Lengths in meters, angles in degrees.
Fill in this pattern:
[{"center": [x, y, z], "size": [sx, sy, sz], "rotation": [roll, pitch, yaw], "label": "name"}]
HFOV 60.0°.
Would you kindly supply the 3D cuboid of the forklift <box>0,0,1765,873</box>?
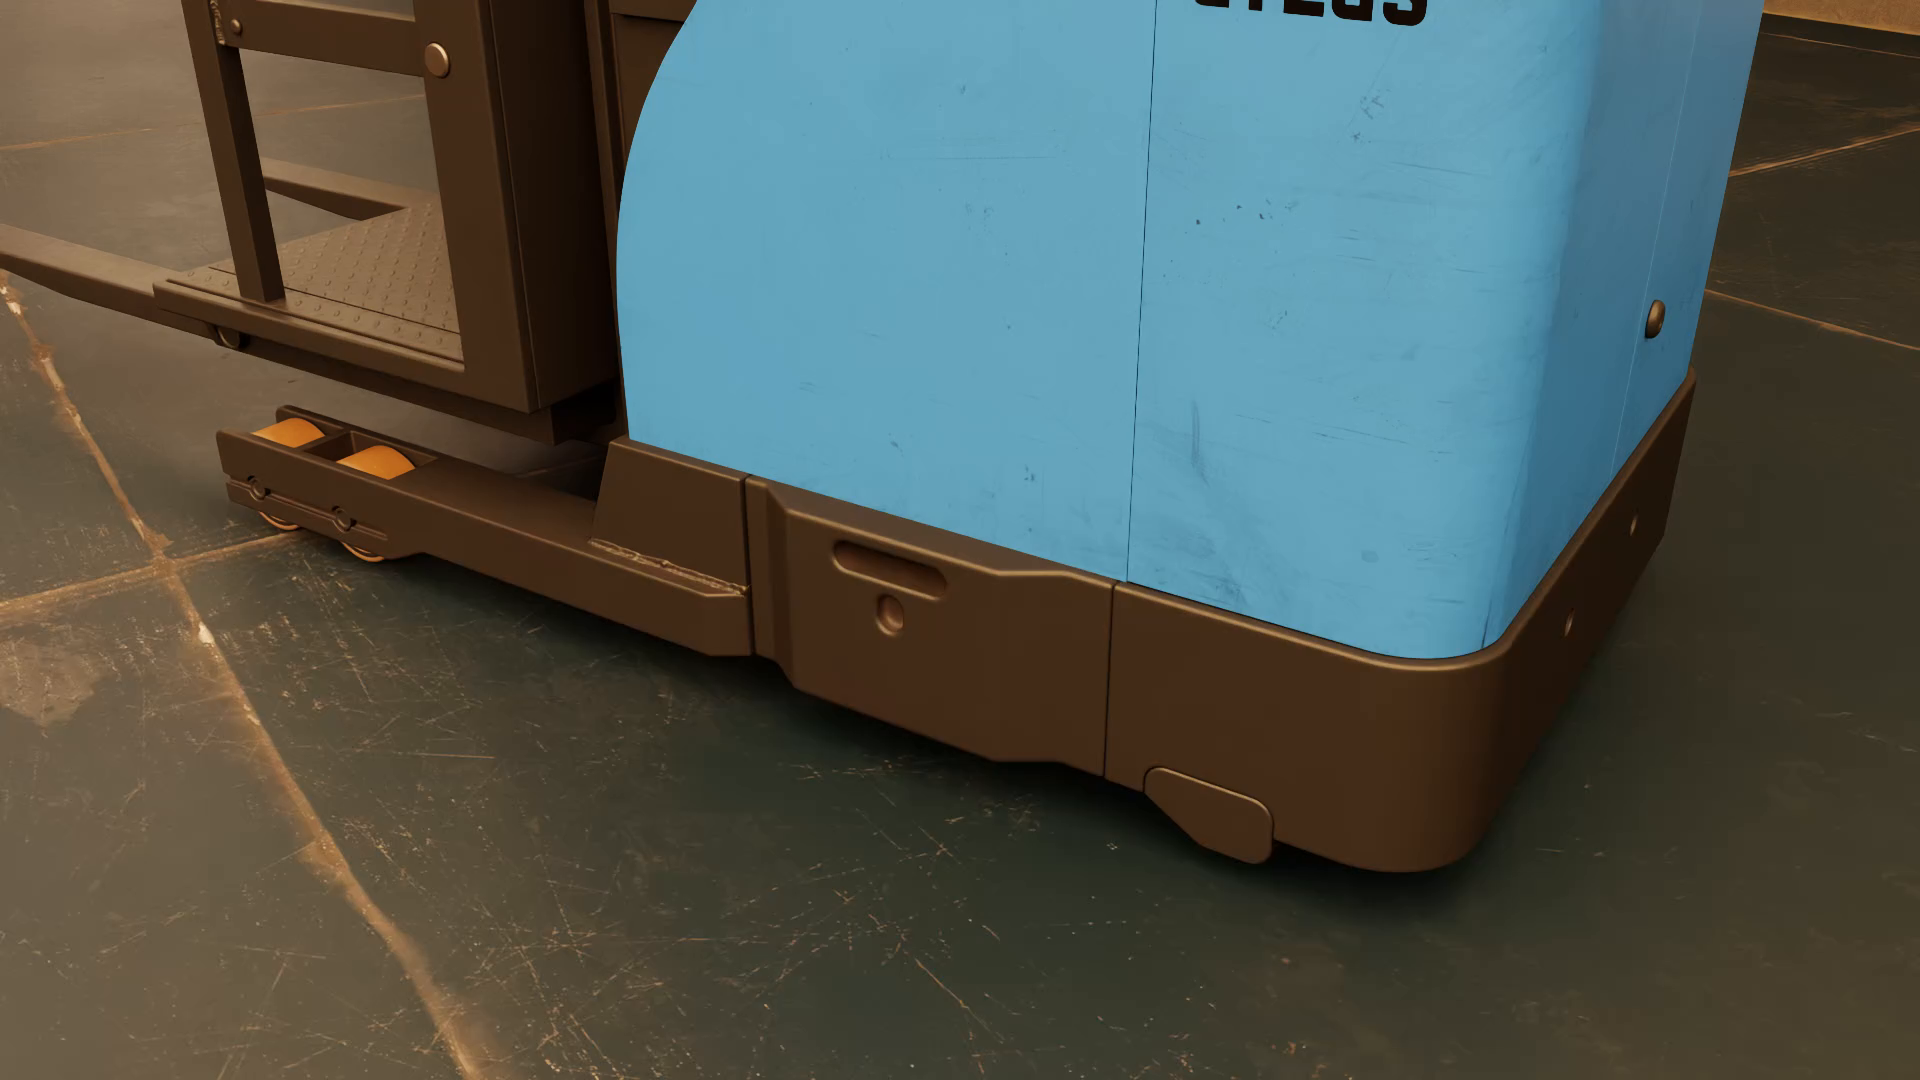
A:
[{"center": [-0.511, -1.459, 2.139], "size": [3.031, 2.935, 1.130], "rotation": [16, 31, 29], "label": "forklift"}]
